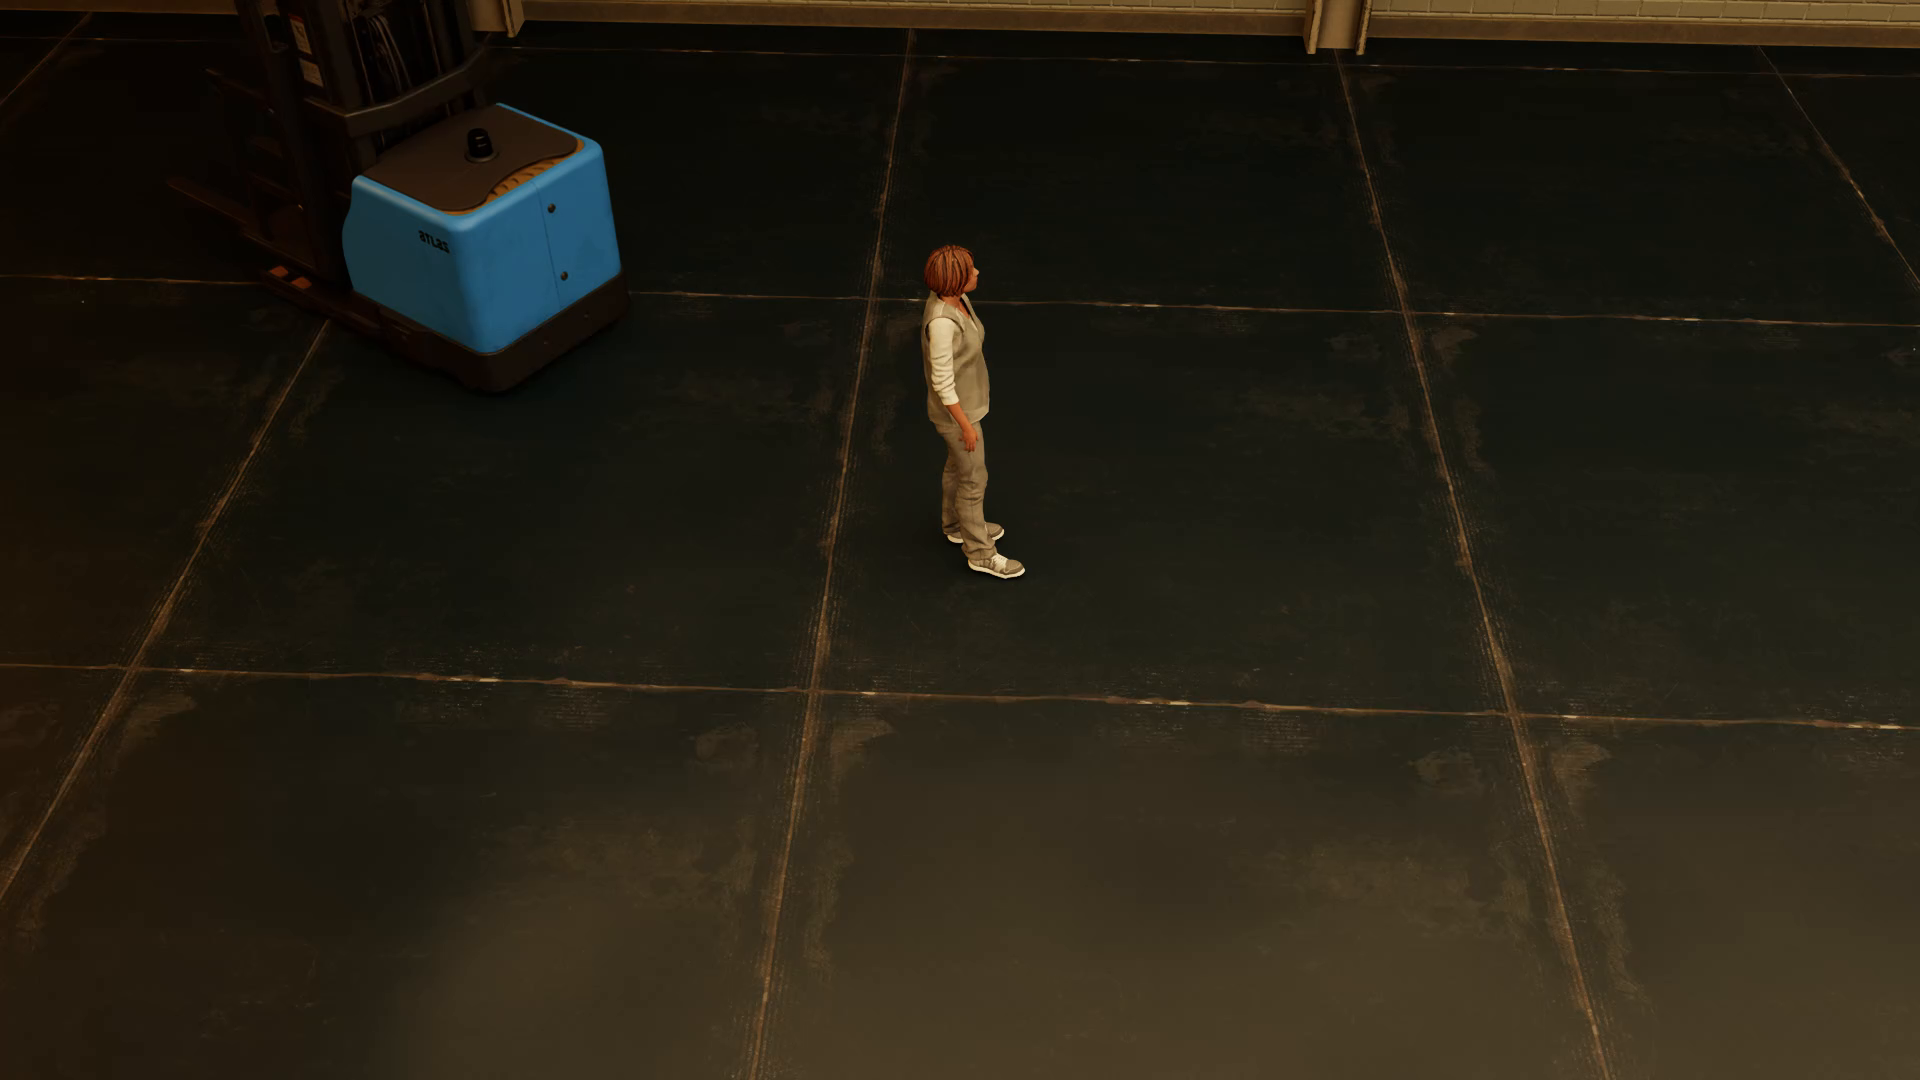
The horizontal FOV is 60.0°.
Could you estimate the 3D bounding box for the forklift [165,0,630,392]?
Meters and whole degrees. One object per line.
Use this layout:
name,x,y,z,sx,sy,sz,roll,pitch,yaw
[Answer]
forklift,-3.325,-2.651,8.646,3.031,2.935,1.130,26,48,25

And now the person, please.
person,0.074,-0.578,7.365,0.473,1.585,0.520,2,42,2
